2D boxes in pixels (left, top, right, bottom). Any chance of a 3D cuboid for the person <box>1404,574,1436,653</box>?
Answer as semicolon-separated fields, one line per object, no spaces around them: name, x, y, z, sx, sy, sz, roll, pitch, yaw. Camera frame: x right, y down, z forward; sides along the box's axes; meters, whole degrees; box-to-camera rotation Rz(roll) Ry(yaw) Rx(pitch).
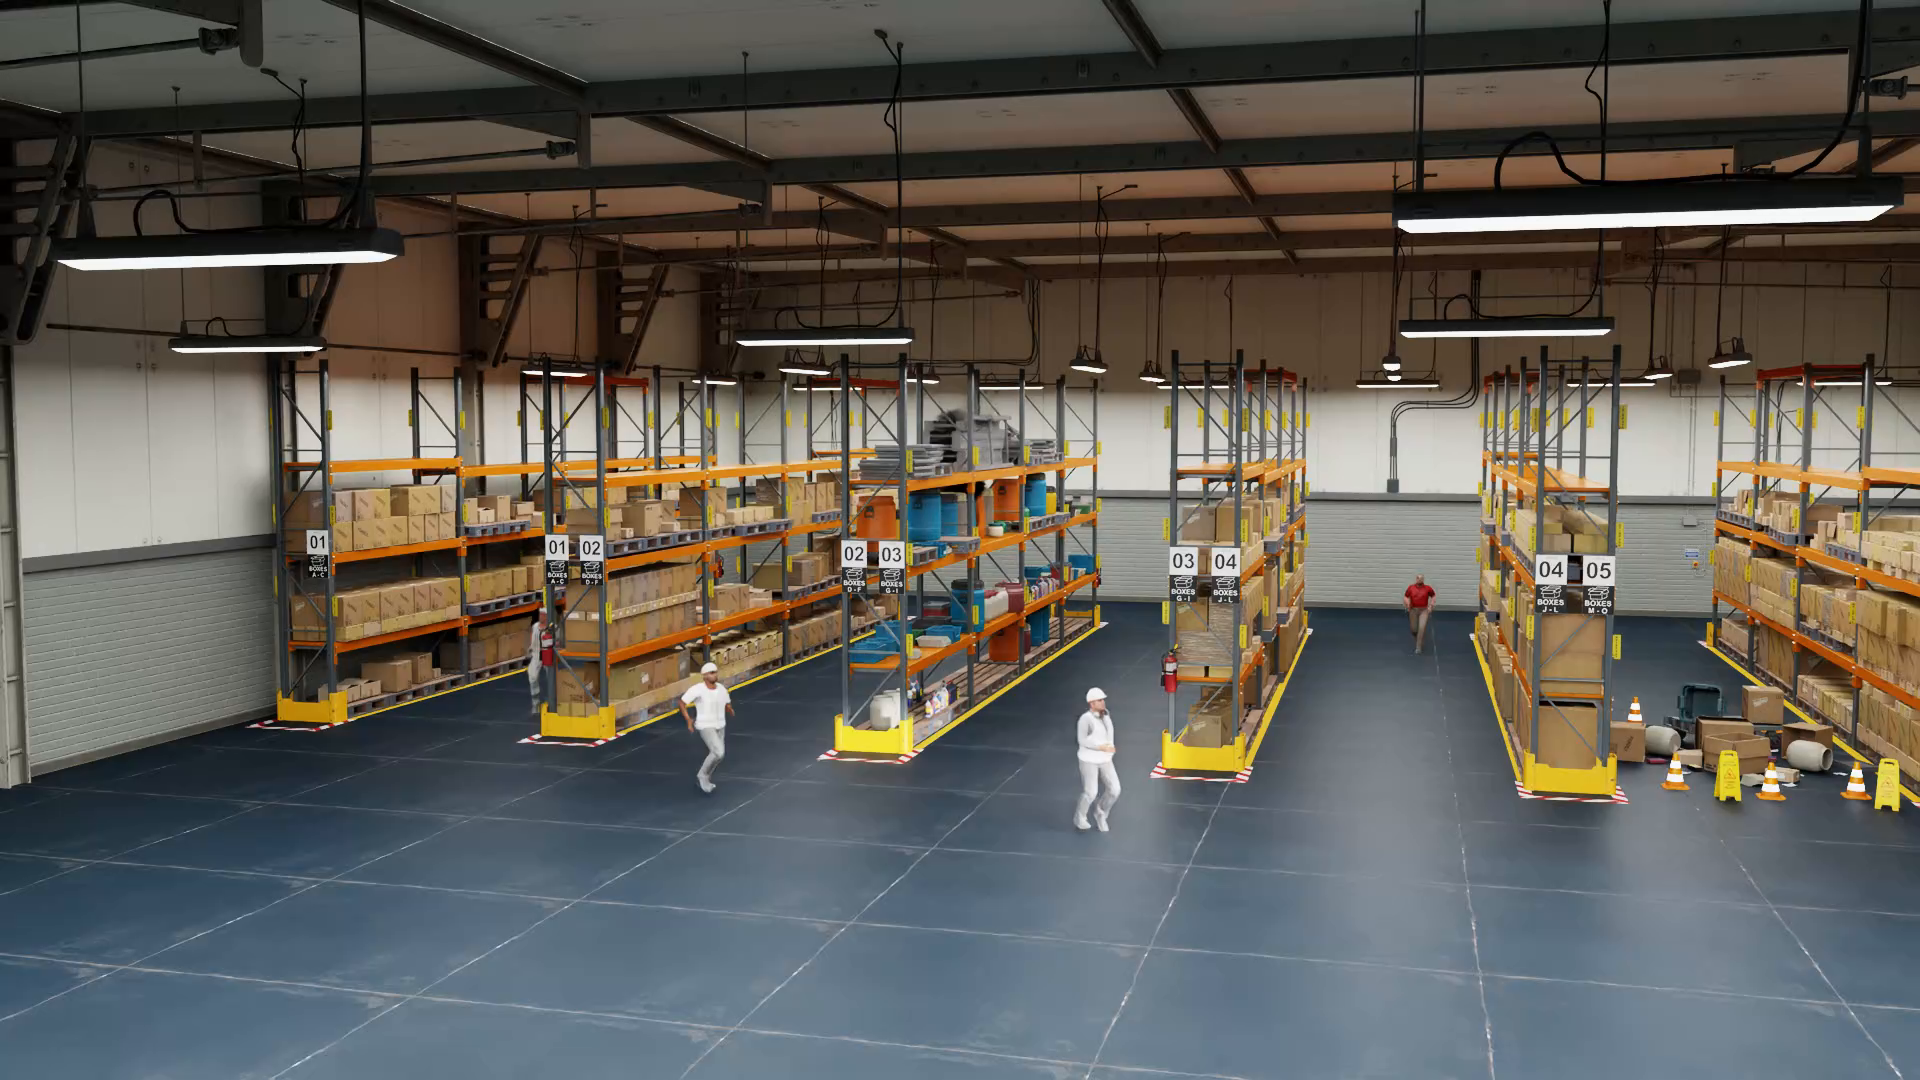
person;9.985;1.579;36.118;0.672;1.705;0.800;1;4;19

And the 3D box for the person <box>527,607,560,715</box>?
person;-7.141;2.060;28.497;0.643;1.846;0.774;1;4;8

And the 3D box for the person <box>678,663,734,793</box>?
person;-3.317;2.516;22.307;0.667;1.739;0.686;3;5;38

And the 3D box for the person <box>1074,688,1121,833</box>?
person;1.684;2.687;20.155;0.676;1.803;0.703;-4;5;-40
